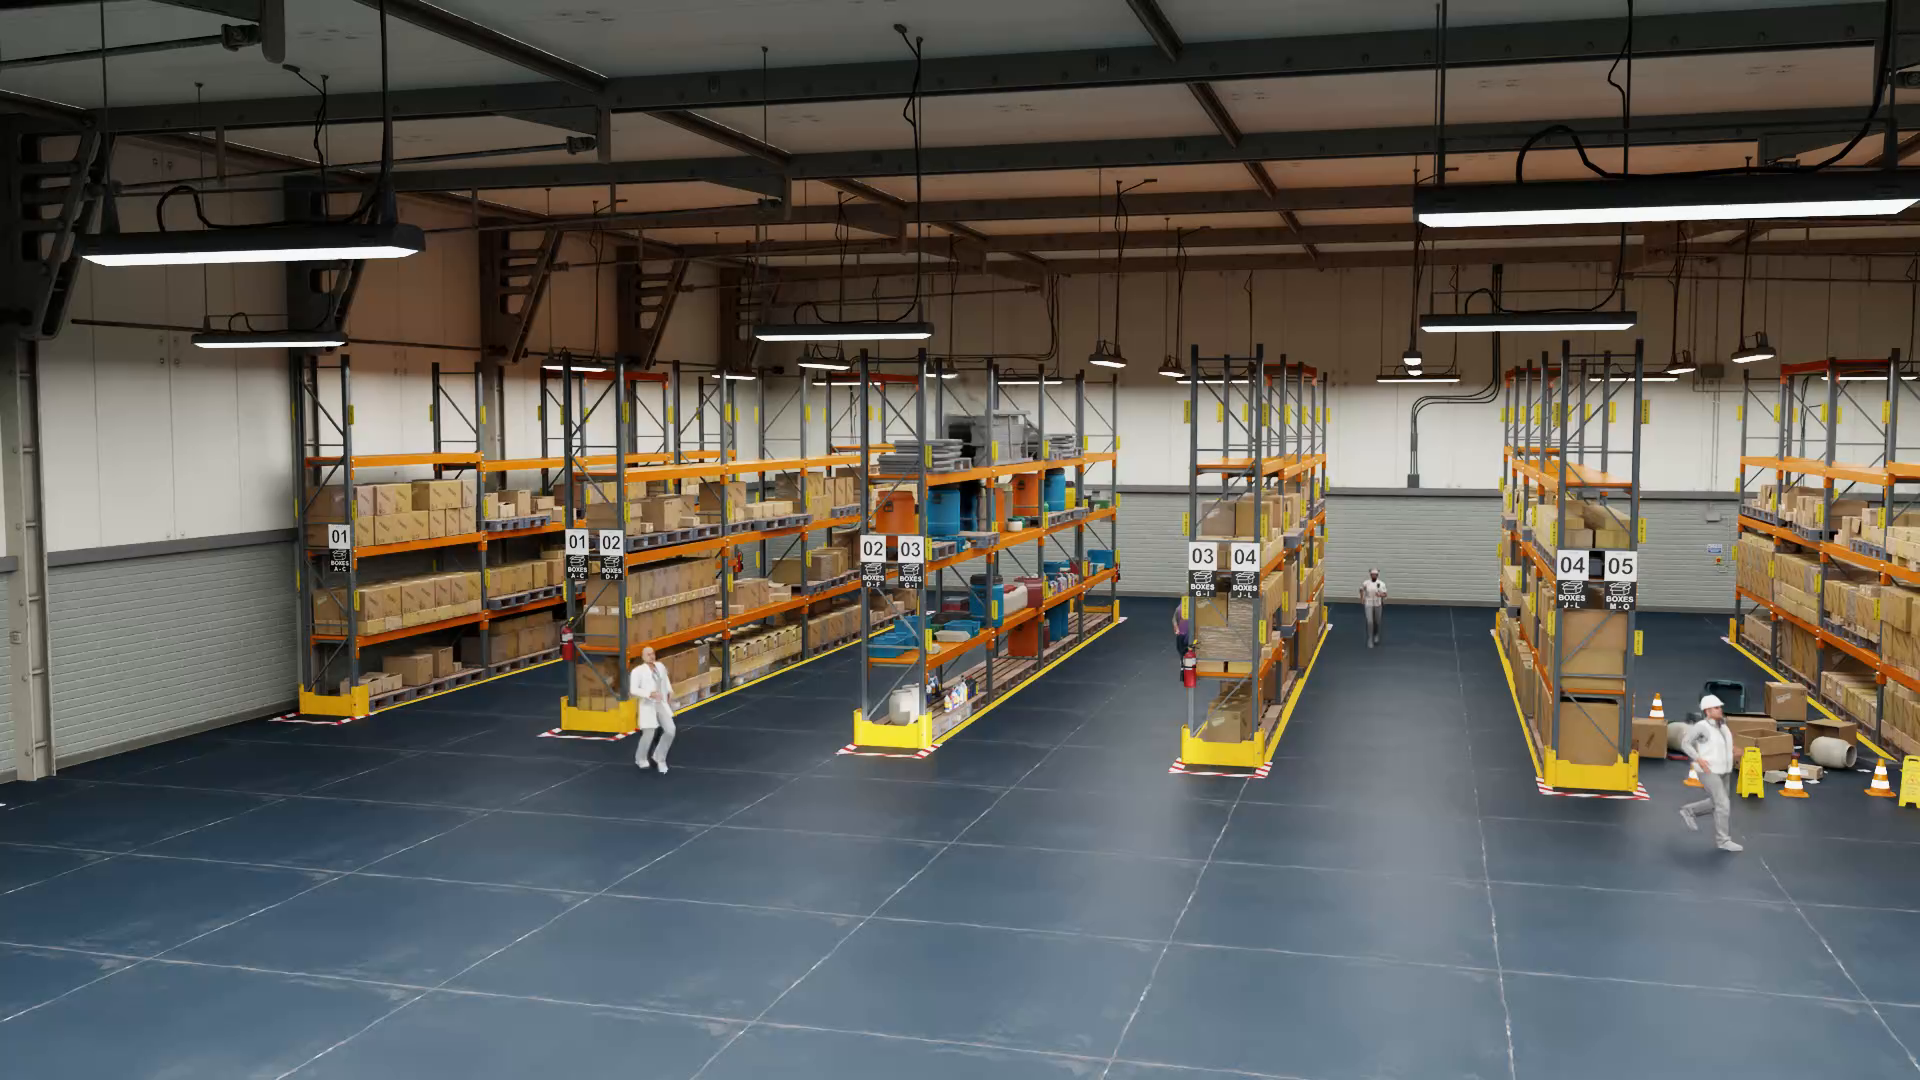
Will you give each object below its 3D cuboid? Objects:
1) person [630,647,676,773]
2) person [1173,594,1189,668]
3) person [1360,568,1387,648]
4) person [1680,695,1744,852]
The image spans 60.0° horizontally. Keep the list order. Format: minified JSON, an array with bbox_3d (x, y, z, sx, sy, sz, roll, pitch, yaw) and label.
[{"bbox_3d":[-4.309,2.391,23.367,0.715,1.796,0.789,-3,5,-39],"label":"person"},{"bbox_3d":[4.368,1.778,32.076,0.559,1.482,0.676,1,4,15],"label":"person"},{"bbox_3d":[8.945,1.437,35.985,0.572,1.694,0.935,1,4,12],"label":"person"},{"bbox_3d":[8.729,2.676,19.314,0.668,1.748,0.897,-3,5,-31],"label":"person"}]
